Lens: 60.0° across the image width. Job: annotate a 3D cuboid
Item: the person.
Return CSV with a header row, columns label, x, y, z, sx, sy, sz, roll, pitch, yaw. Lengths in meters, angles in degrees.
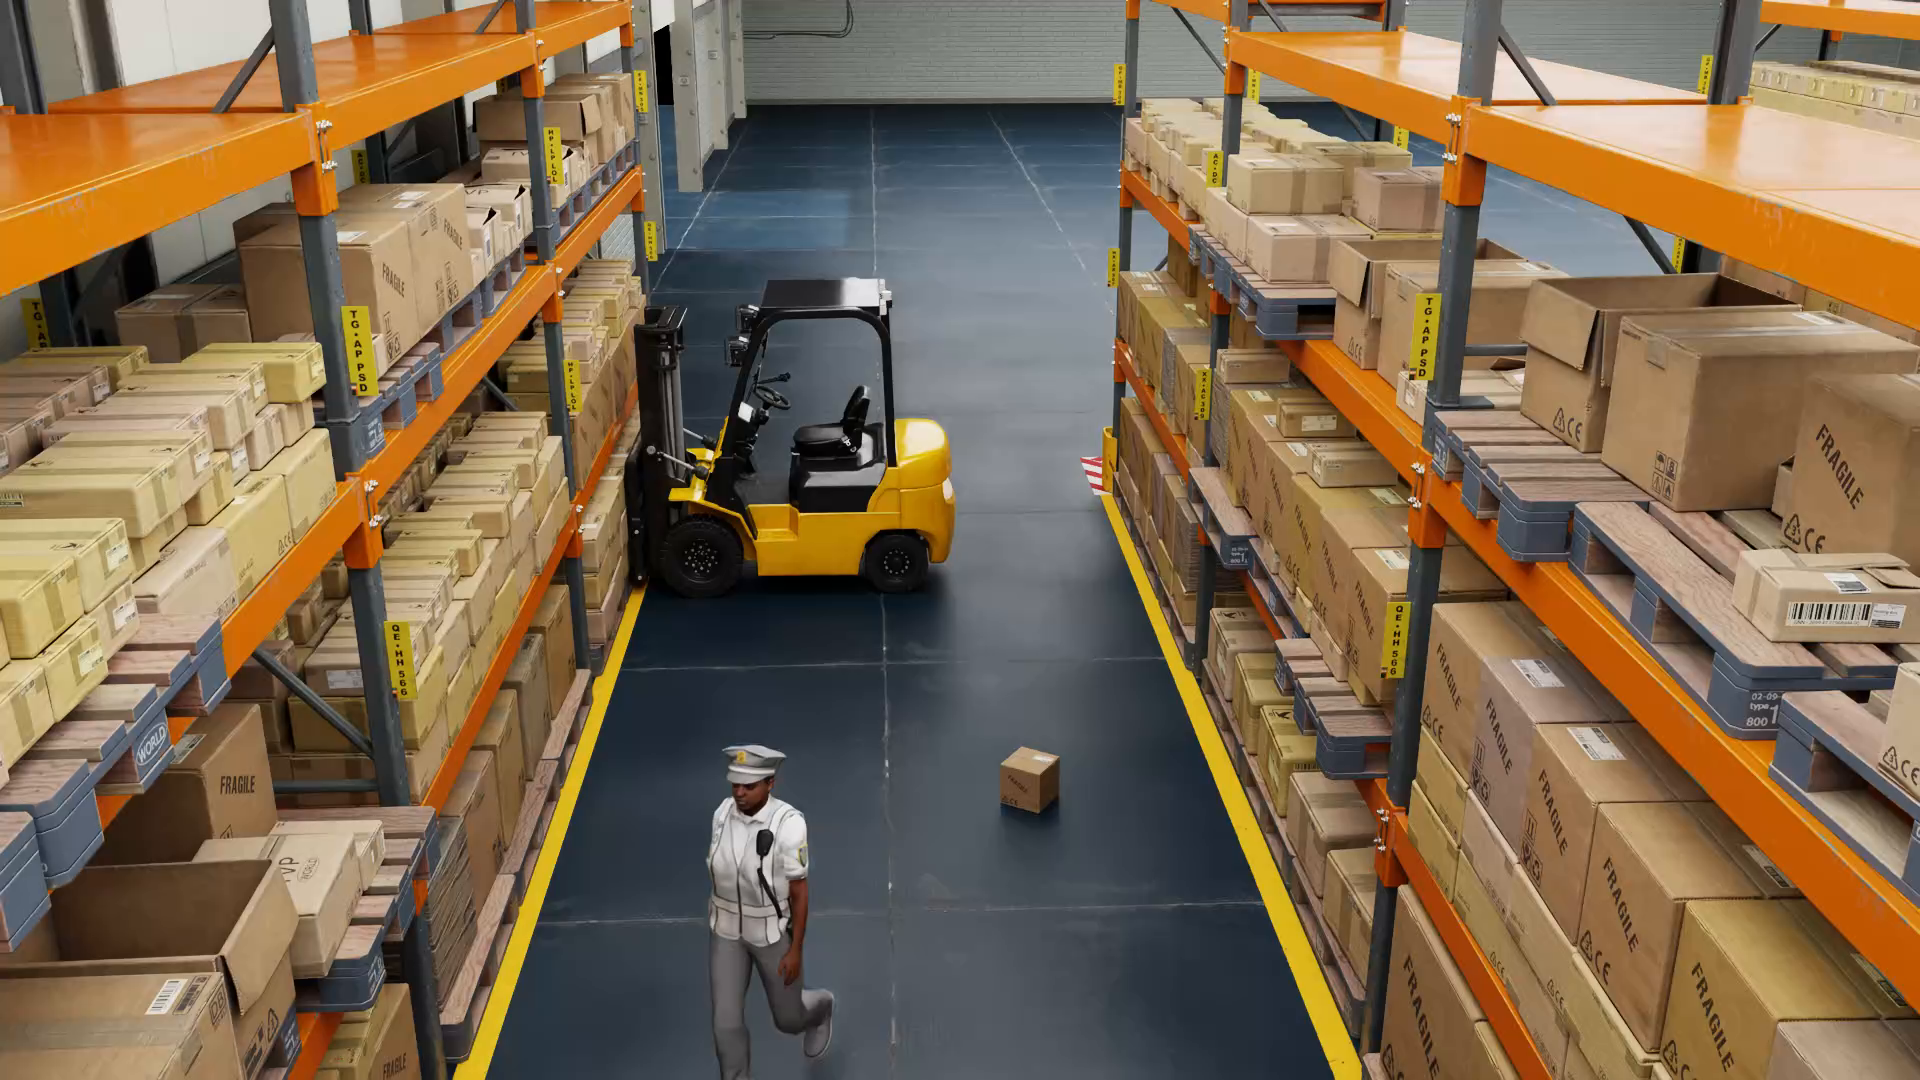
label,x,y,z,sx,sy,sz,roll,pitch,yaw
person,-0.805,1.575,6.802,0.443,1.664,0.775,7,22,18
